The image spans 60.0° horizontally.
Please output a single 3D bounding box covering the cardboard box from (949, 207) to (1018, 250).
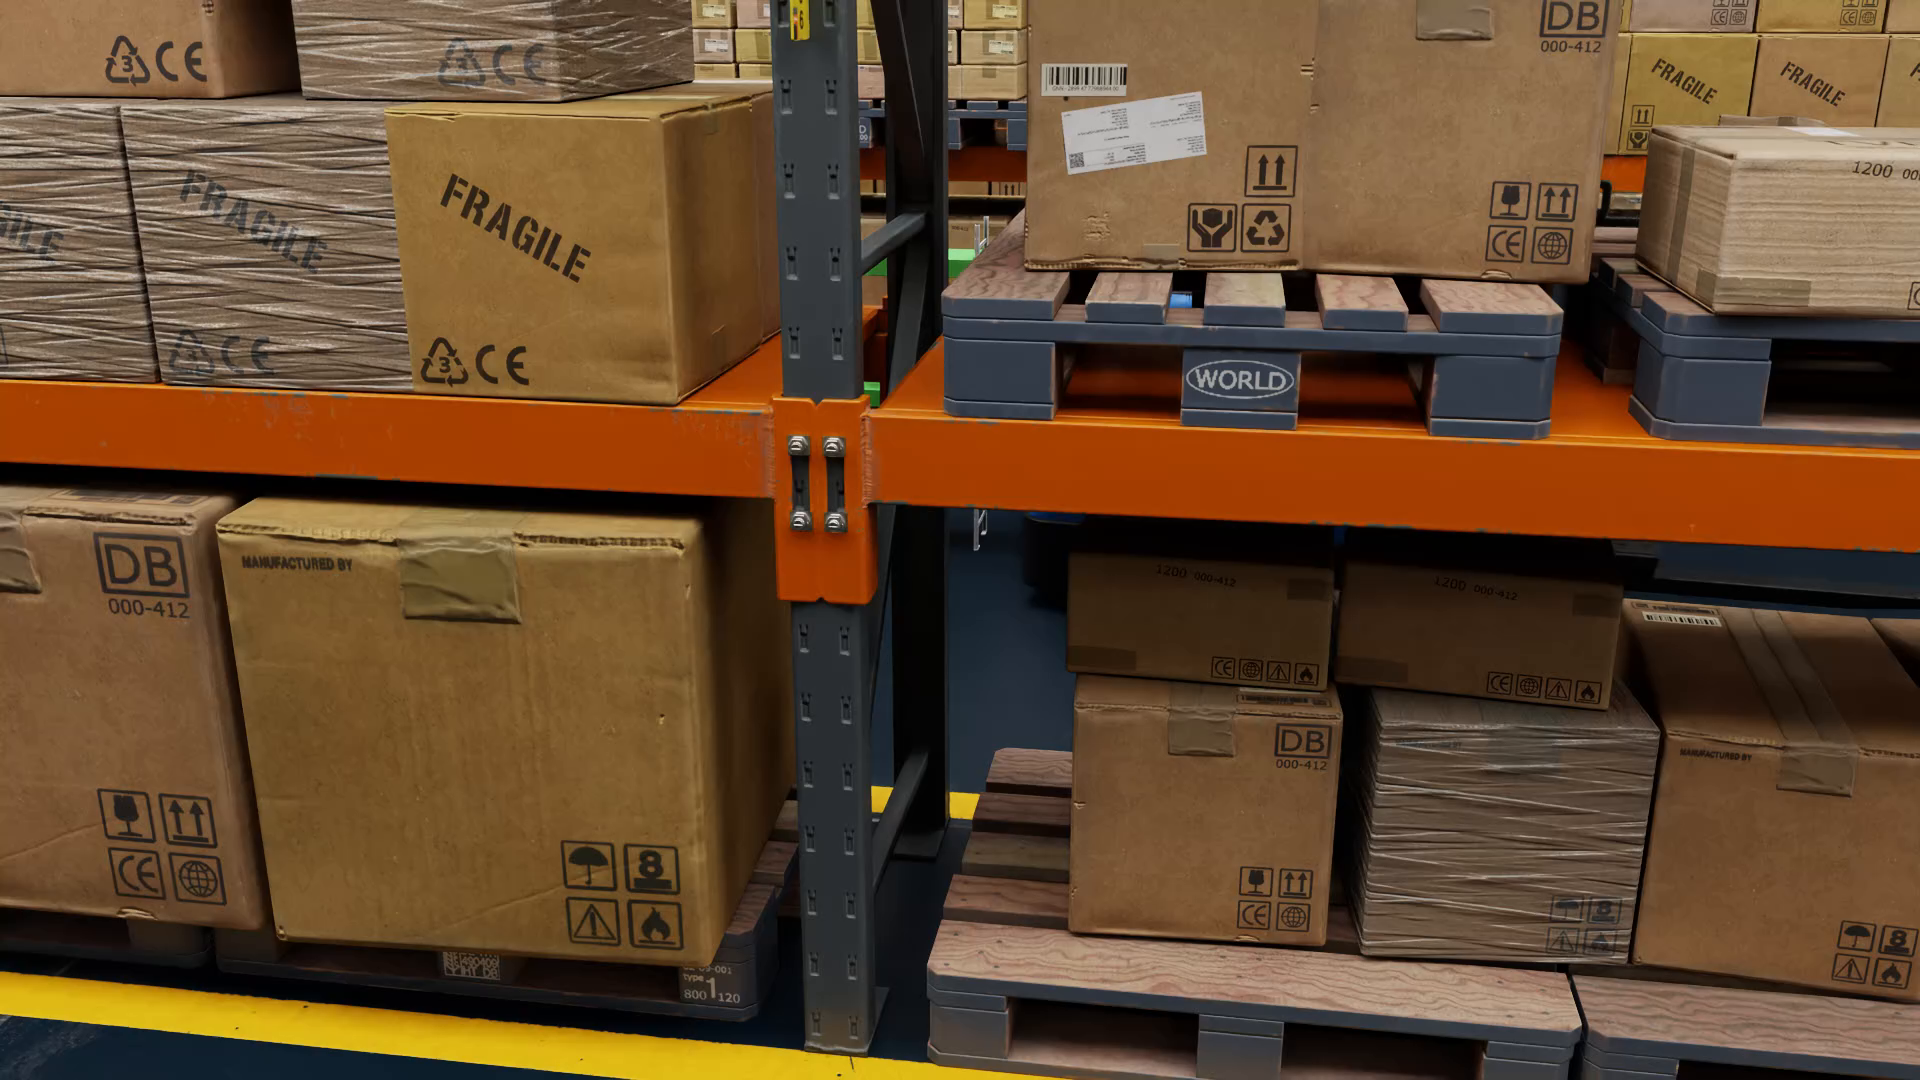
[{"bbox_3d":[0.004,-1.436,7.962,0.500,0.250,0.500,2,19,7],"label":"cardboard box"}]

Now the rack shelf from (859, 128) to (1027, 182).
[{"bbox_3d":[-1.254,-1.873,8.309,4.000,0.370,1.077,3,19,9],"label":"rack shelf"}]

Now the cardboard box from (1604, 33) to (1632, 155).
[{"bbox_3d":[2.613,-1.978,7.330,0.500,0.500,0.500,3,19,8],"label":"cardboard box"}]

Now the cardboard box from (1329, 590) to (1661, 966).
[{"bbox_3d":[1.049,0.463,3.438,0.500,0.500,0.700,1,19,4],"label":"cardboard box"}]

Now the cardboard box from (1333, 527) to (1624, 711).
[{"bbox_3d":[1.026,0.104,3.330,0.500,0.250,0.500,5,19,15],"label":"cardboard box"}]

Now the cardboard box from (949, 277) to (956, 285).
[{"bbox_3d":[0.030,-1.079,8.078,0.500,0.500,0.500,3,19,8],"label":"cardboard box"}]

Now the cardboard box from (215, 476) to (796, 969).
[{"bbox_3d":[-0.844,0.202,3.659,0.875,0.875,1.225,2,19,6],"label":"cardboard box"}]

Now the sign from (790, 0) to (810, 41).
[{"bbox_3d":[-0.250,-0.940,2.561,0.005,0.325,0.100,3,19,9],"label":"sign"}]

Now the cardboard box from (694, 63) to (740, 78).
[{"bbox_3d":[-1.105,-2.141,7.709,0.250,0.149,0.380,3,19,10],"label":"cardboard box"}]

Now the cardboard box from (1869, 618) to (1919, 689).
[{"bbox_3d":[2.161,0.517,3.276,0.500,0.500,0.700,1,19,4],"label":"cardboard box"}]

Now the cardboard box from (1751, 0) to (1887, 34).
[{"bbox_3d":[3.671,-2.483,7.262,0.500,0.500,0.700,3,19,8],"label":"cardboard box"}]

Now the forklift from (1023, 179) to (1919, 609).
[{"bbox_3d":[1.789,-1.202,5.276,3.031,2.935,1.130,5,19,14],"label":"forklift"}]

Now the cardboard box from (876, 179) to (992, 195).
[{"bbox_3d":[-0.142,-2.968,13.134,0.875,0.875,0.875,3,19,9],"label":"cardboard box"}]

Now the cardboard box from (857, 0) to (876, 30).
[{"bbox_3d":[-0.342,-2.384,7.496,0.250,0.149,0.380,4,19,10],"label":"cardboard box"}]

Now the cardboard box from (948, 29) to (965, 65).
[{"bbox_3d":[-0.103,-2.230,7.506,0.250,0.149,0.380,4,19,11],"label":"cardboard box"}]

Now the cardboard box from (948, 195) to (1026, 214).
[{"bbox_3d":[0.079,-1.594,8.435,0.500,0.250,0.500,2,19,6],"label":"cardboard box"}]

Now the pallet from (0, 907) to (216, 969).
[{"bbox_3d":[-2.133,0.632,4.082,1.213,0.211,1.003,3,19,9],"label":"pallet"}]

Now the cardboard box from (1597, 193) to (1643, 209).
[{"bbox_3d":[4.837,-2.447,12.369,0.625,0.372,0.950,3,19,9],"label":"cardboard box"}]

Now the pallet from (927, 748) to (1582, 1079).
[{"bbox_3d":[0.606,0.797,3.588,1.213,0.211,1.003,3,19,9],"label":"pallet"}]

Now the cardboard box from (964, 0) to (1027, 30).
[{"bbox_3d":[0.164,-2.357,7.417,0.250,0.149,0.380,2,19,6],"label":"cardboard box"}]

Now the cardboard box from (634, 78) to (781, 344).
[{"bbox_3d":[-0.602,-0.722,3.577,0.500,0.500,0.500,3,19,10],"label":"cardboard box"}]

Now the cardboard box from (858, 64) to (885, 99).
[{"bbox_3d":[-0.338,-2.101,7.588,0.250,0.149,0.380,3,19,10],"label":"cardboard box"}]

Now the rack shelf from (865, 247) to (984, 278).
[{"bbox_3d":[-0.163,-0.972,6.006,0.480,0.148,0.258,3,19,9],"label":"rack shelf"}]

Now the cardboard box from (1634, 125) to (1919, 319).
[{"bbox_3d":[1.453,-0.537,2.755,0.500,0.250,0.500,2,19,7],"label":"cardboard box"}]

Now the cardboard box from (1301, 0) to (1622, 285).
[{"bbox_3d":[0.941,-0.800,3.148,0.500,0.500,0.700,6,19,17],"label":"cardboard box"}]

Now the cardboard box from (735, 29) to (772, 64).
[{"bbox_3d":[-0.855,-2.269,7.621,0.250,0.149,0.380,3,19,8],"label":"cardboard box"}]

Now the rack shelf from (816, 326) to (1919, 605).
[{"bbox_3d":[1.809,-0.123,3.078,4.000,0.370,1.077,3,19,9],"label":"rack shelf"}]

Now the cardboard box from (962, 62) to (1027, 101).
[{"bbox_3d":[0.161,-2.075,7.511,0.250,0.149,0.380,3,19,10],"label":"cardboard box"}]

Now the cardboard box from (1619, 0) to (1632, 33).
[{"bbox_3d":[2.674,-2.534,7.416,0.500,0.500,0.700,3,19,8],"label":"cardboard box"}]

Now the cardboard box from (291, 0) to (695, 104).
[{"bbox_3d":[-0.885,-1.130,3.215,0.637,0.503,0.797,4,19,11],"label":"cardboard box"}]

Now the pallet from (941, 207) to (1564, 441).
[{"bbox_3d":[0.555,-0.472,3.288,1.003,0.211,1.213,3,19,9],"label":"pallet"}]

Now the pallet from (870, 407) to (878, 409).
[{"bbox_3d":[-0.050,-0.831,8.455,1.213,0.211,1.003,3,19,9],"label":"pallet"}]

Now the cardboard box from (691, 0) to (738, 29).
[{"bbox_3d":[-1.112,-2.423,7.614,0.250,0.149,0.380,4,19,11],"label":"cardboard box"}]

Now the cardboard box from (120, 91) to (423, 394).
[{"bbox_3d":[-1.183,-0.587,3.172,0.500,0.500,0.500,3,19,8],"label":"cardboard box"}]

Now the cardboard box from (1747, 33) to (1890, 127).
[{"bbox_3d":[3.614,-1.928,7.180,0.500,0.500,0.500,3,19,8],"label":"cardboard box"}]

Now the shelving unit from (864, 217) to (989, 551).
[{"bbox_3d":[-0.163,-0.577,6.138,0.503,1.200,0.258,3,19,9],"label":"shelving unit"}]
